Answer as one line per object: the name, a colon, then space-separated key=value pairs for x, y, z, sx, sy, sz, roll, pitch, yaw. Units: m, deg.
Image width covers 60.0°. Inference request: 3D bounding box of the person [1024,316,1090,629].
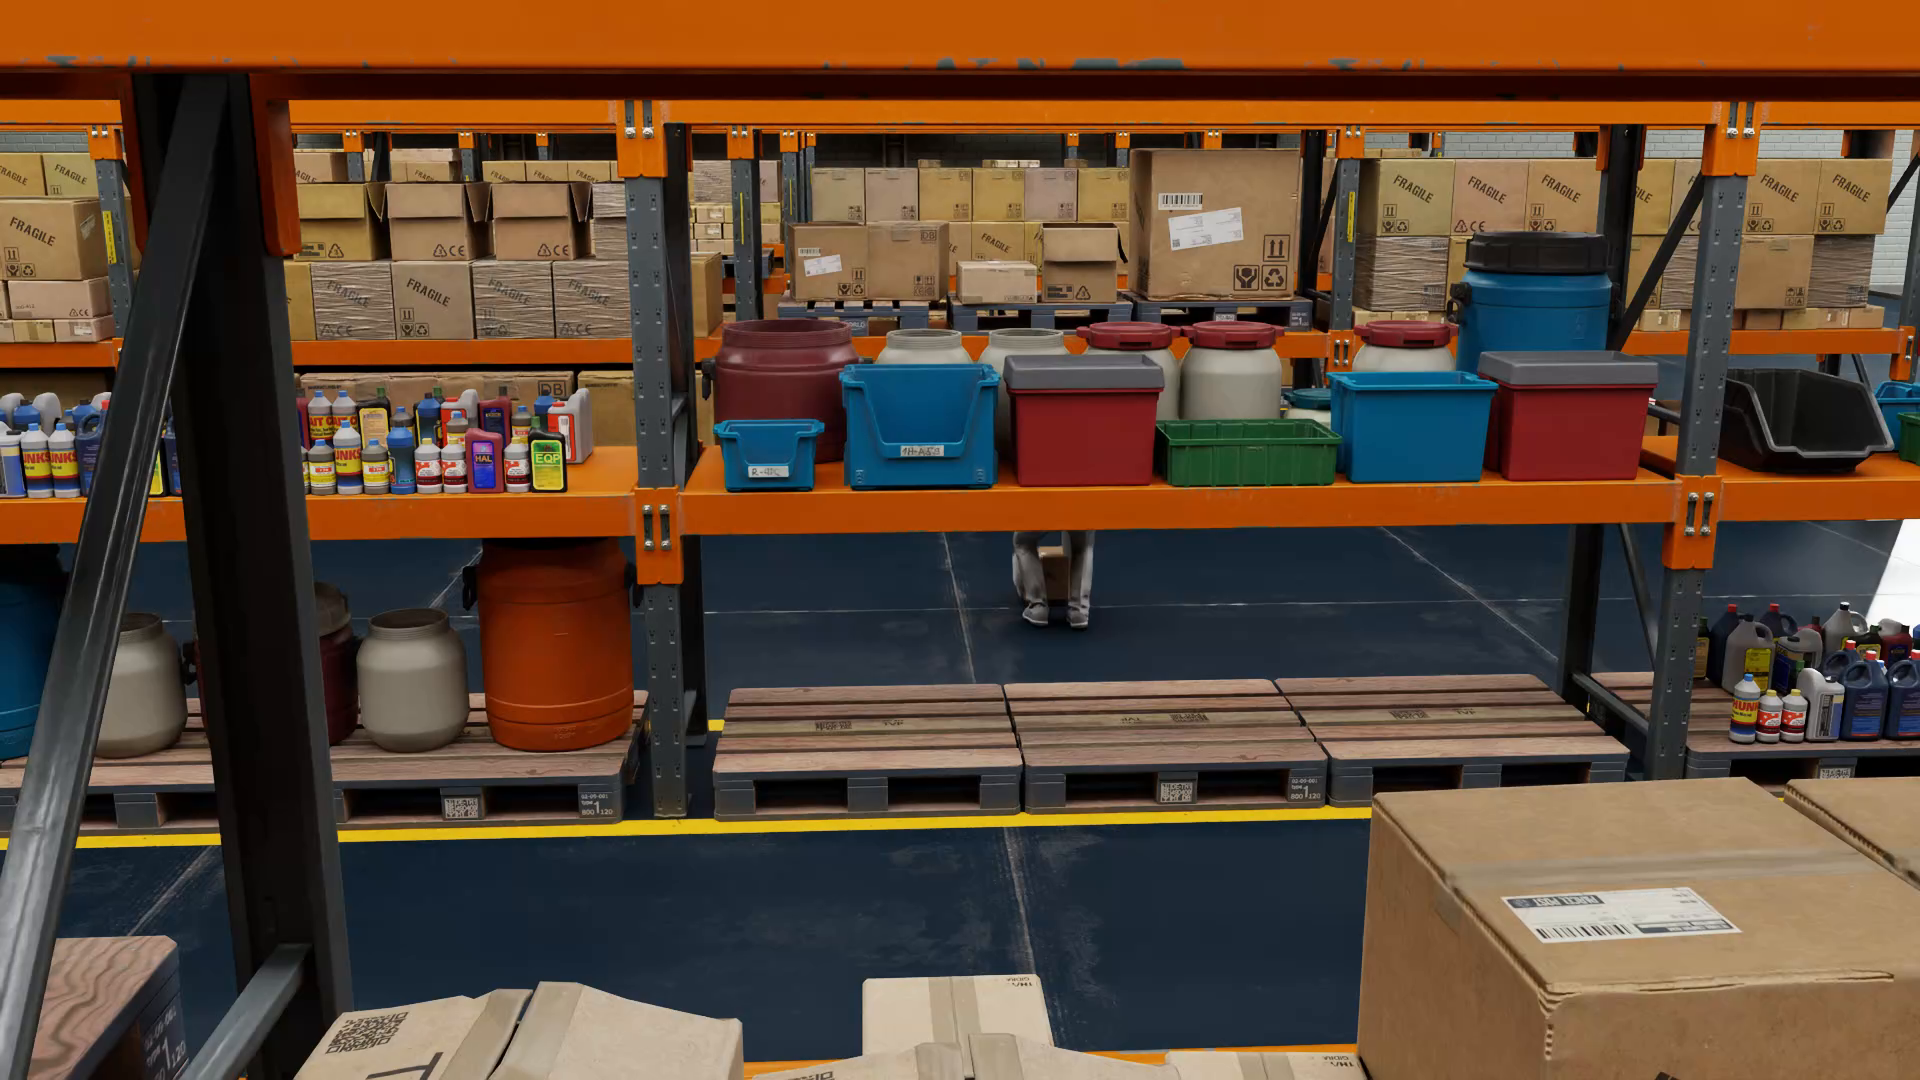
person: x=0.507 y=-0.361 z=8.972 sx=0.415 sy=1.677 sz=0.534 roll=-1 pitch=14 yaw=-4
